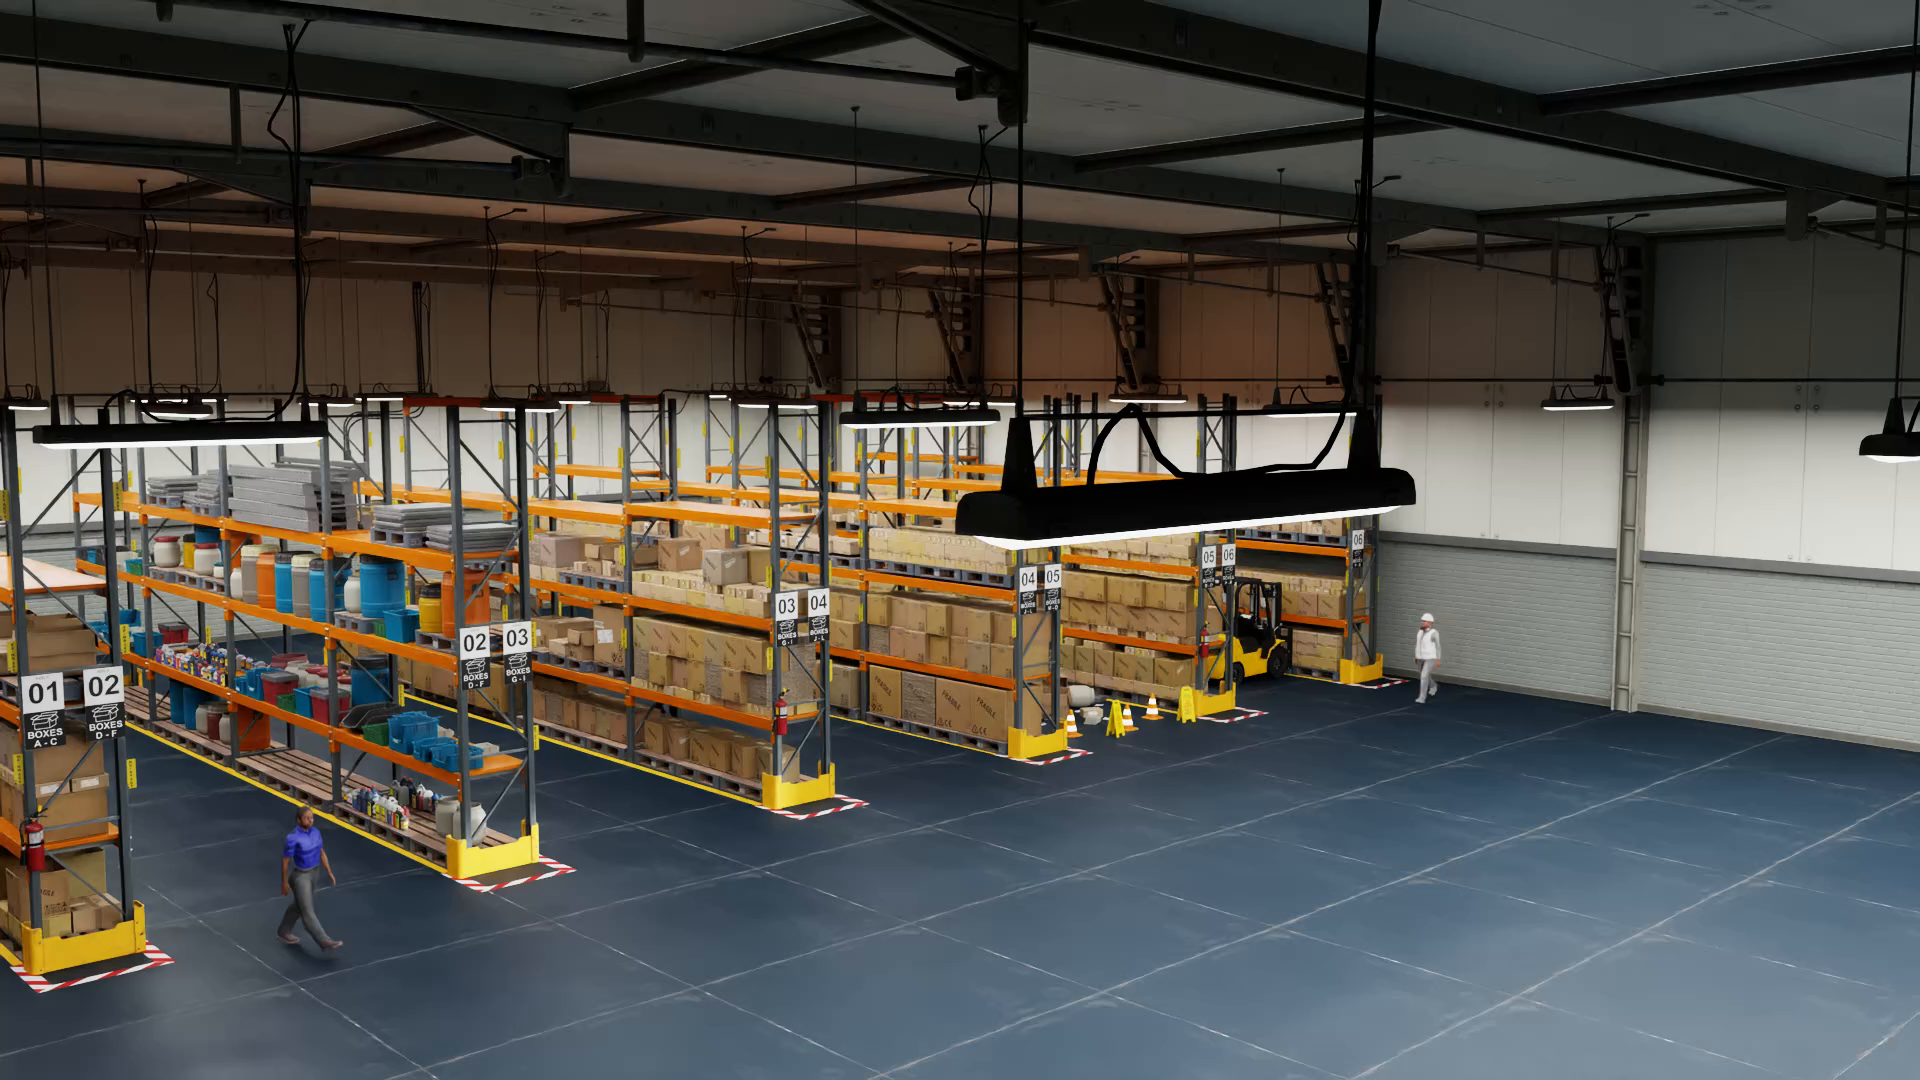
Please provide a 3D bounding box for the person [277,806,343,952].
[{"bbox_3d":[-7.189,3.733,18.398,1.041,1.595,0.491,2,6,16],"label":"person"}]

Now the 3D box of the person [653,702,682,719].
[{"bbox_3d":[-5.424,2.537,31.008,0.900,1.592,0.514,3,6,31],"label":"person"}]

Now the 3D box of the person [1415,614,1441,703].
[{"bbox_3d":[9.207,2.306,32.676,0.999,1.738,0.541,-5,7,-41],"label":"person"}]
